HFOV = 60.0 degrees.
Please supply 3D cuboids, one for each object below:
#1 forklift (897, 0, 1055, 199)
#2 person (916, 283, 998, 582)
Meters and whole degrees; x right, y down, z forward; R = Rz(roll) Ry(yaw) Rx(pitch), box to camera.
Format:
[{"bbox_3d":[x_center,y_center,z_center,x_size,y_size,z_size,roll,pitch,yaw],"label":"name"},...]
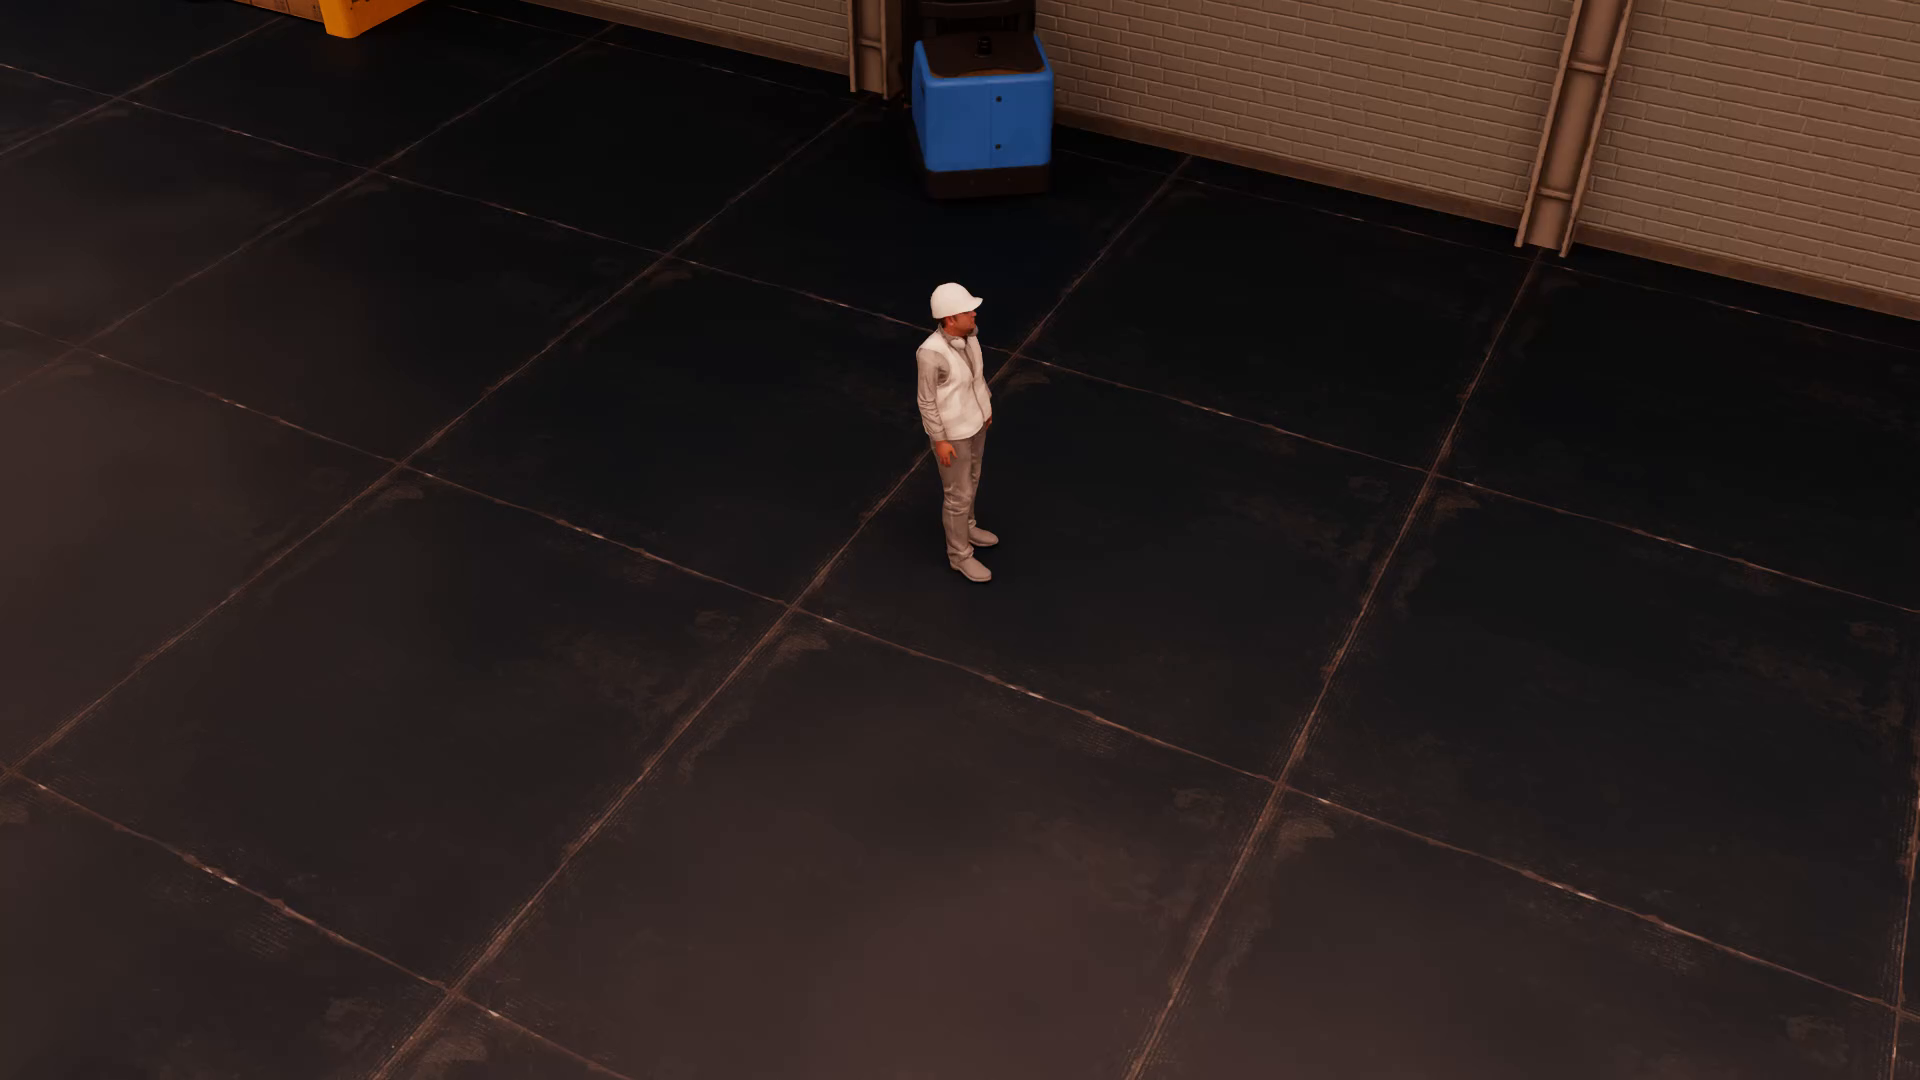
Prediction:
[{"bbox_3d":[0.045,-4.815,13.704,1.130,2.935,3.031,-5,40,-6],"label":"forklift"},{"bbox_3d":[0.051,-0.661,9.658,0.568,1.773,0.632,18,43,21],"label":"person"}]
